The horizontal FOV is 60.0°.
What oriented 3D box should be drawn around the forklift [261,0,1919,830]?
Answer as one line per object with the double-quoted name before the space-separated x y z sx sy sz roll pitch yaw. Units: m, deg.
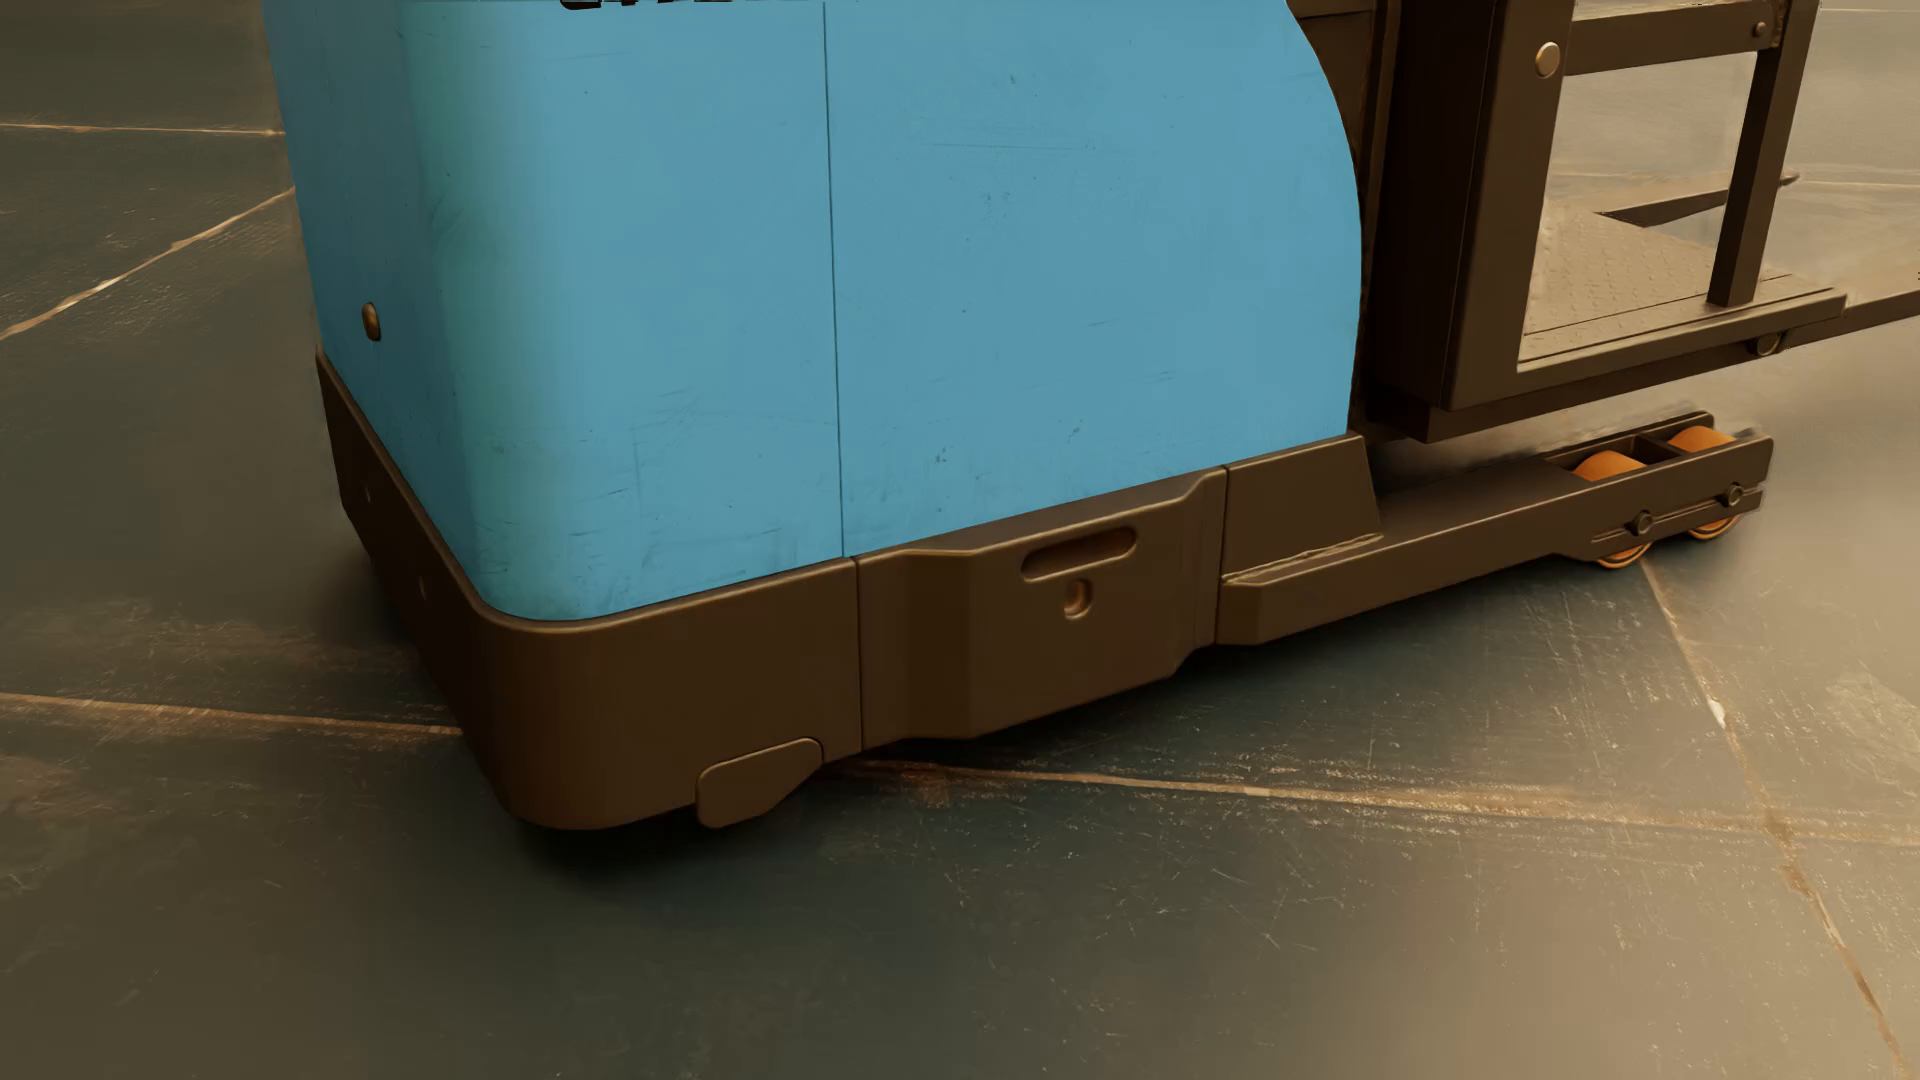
"forklift" 0.625 -1.462 2.147 3.031 2.935 1.130 -14 30 -26
